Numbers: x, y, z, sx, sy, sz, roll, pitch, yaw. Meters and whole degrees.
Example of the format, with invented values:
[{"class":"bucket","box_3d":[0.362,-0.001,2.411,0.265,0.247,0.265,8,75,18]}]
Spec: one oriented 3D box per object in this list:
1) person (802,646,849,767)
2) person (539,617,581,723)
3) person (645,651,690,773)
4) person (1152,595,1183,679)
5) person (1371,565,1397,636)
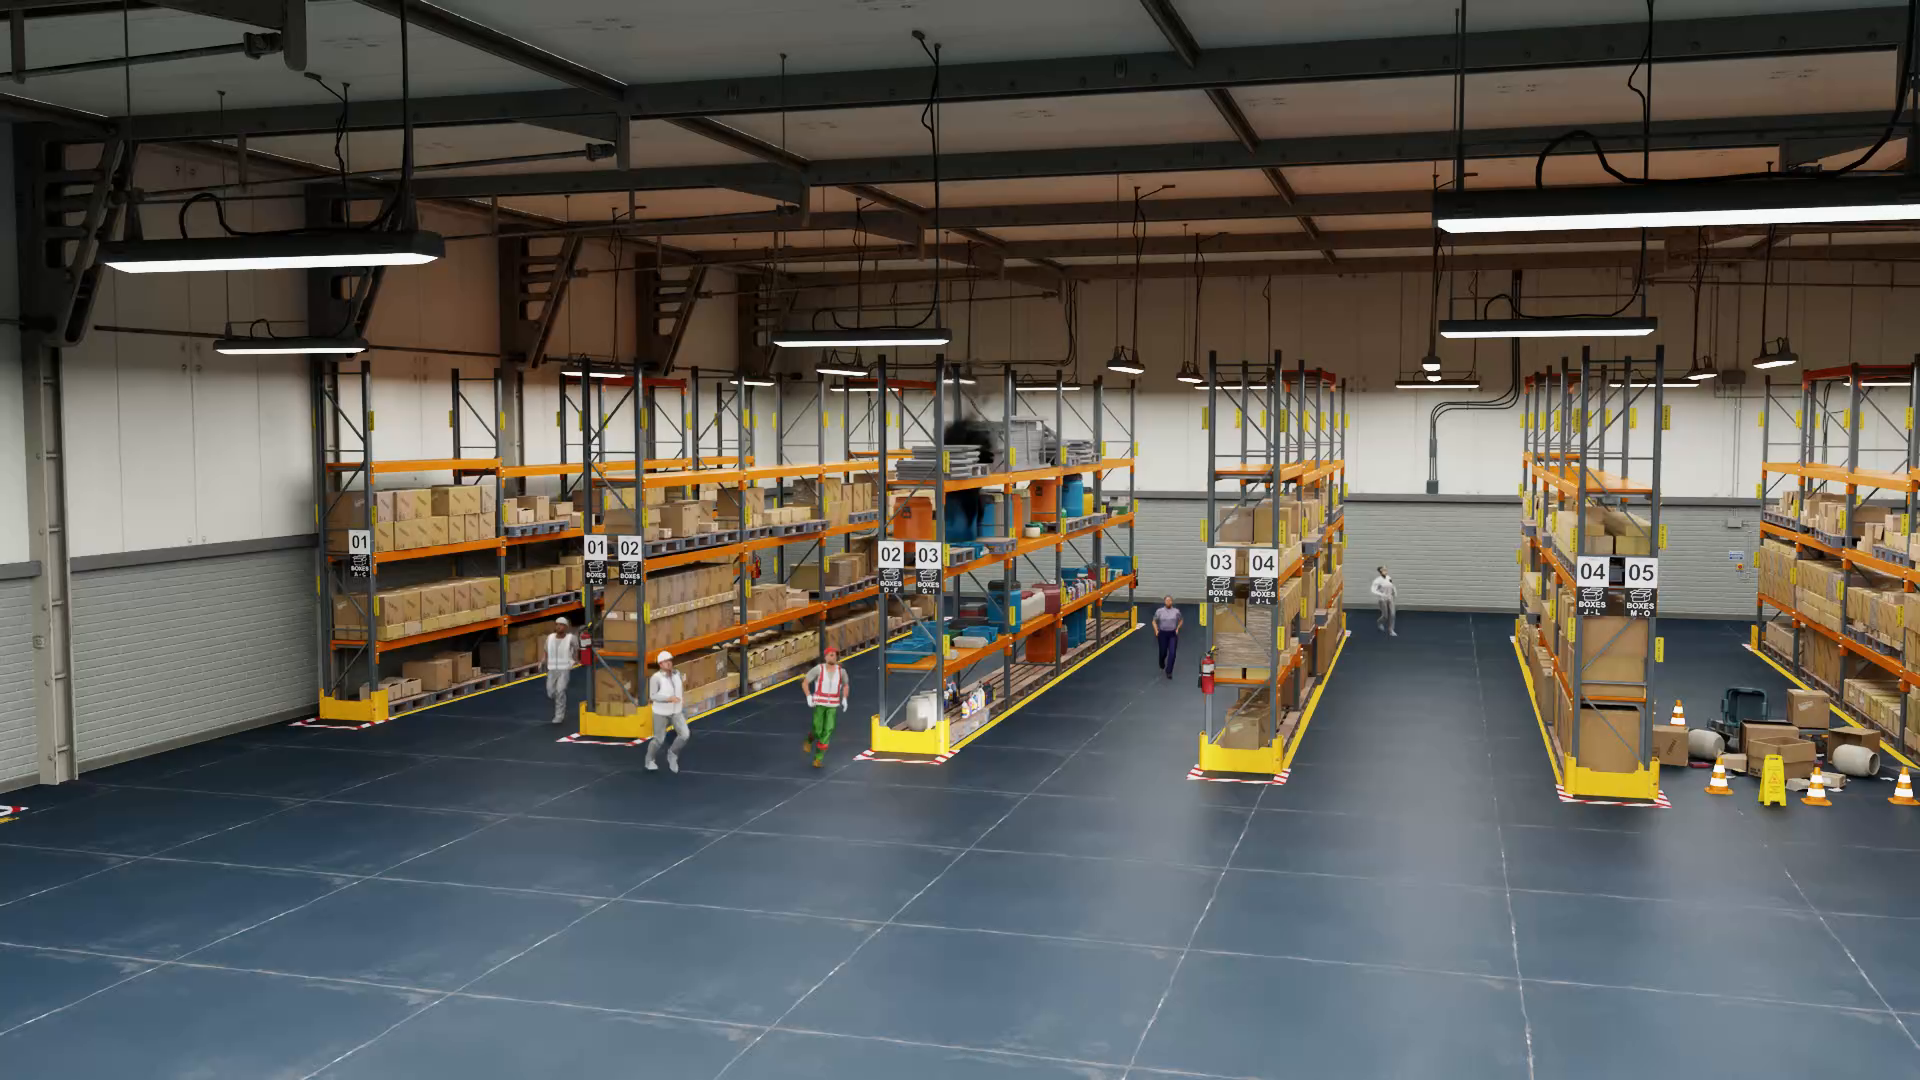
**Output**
[{"class":"person","box_3d":[-1.932,2.409,24.285,0.704,1.715,0.696,-1,4,-19]},{"class":"person","box_3d":[-6.650,2.155,27.700,0.677,1.731,0.756,1,4,7]},{"class":"person","box_3d":[-4.129,2.433,23.529,0.657,1.749,0.848,-4,5,-41]},{"class":"person","box_3d":[4.078,1.884,32.589,0.609,1.606,0.584,0,4,1]},{"class":"person","box_3d":[9.945,1.408,39.030,0.658,1.667,0.680,-1,4,-20]}]
